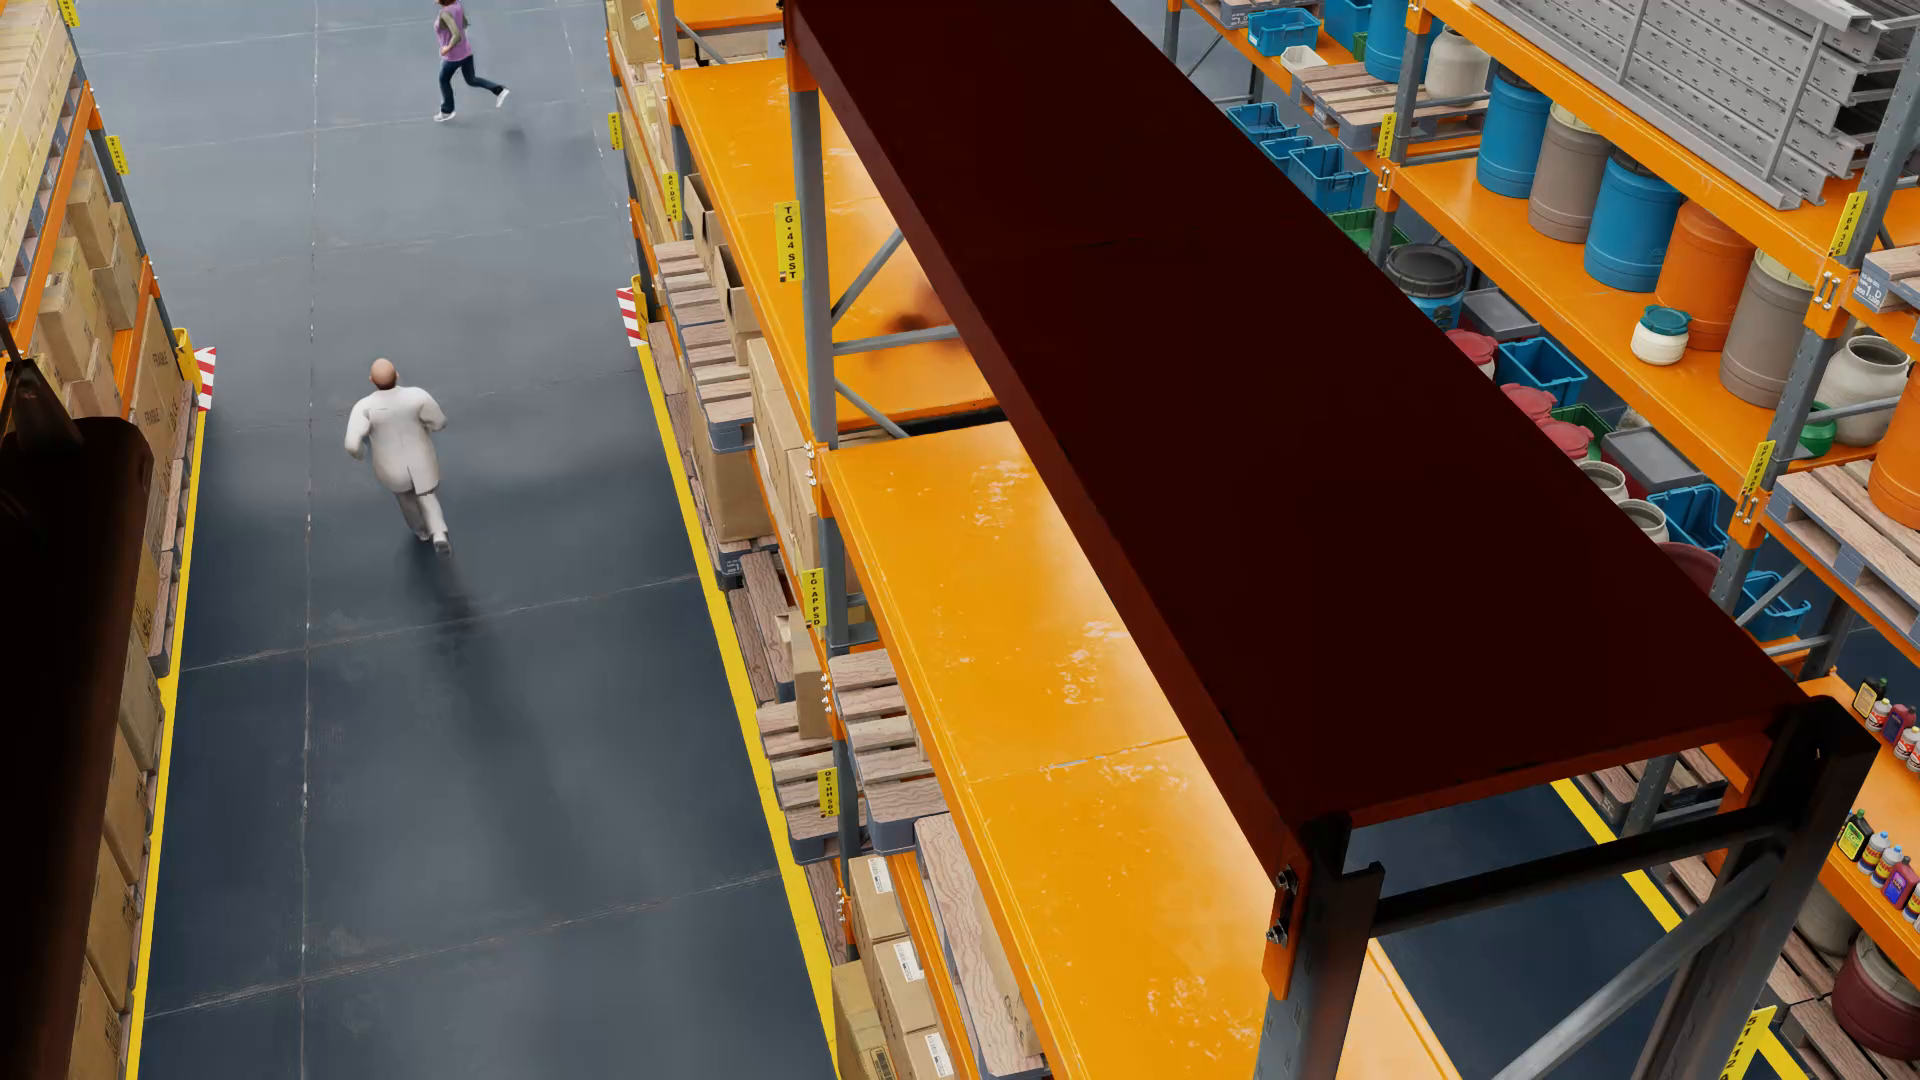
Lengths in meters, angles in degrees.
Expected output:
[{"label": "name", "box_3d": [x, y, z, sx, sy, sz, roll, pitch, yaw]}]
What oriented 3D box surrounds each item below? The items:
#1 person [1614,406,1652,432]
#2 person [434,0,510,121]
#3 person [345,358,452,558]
[{"label": "person", "box_3d": [5.242, -0.901, 12.521, 0.686, 1.819, 0.924, -12, 40, -15]}, {"label": "person", "box_3d": [-5.489, -5.332, 18.319, 0.983, 1.584, 0.518, 11, 40, 14]}, {"label": "person", "box_3d": [-4.079, -0.588, 12.175, 0.724, 1.751, 1.014, -16, 41, -19]}]
